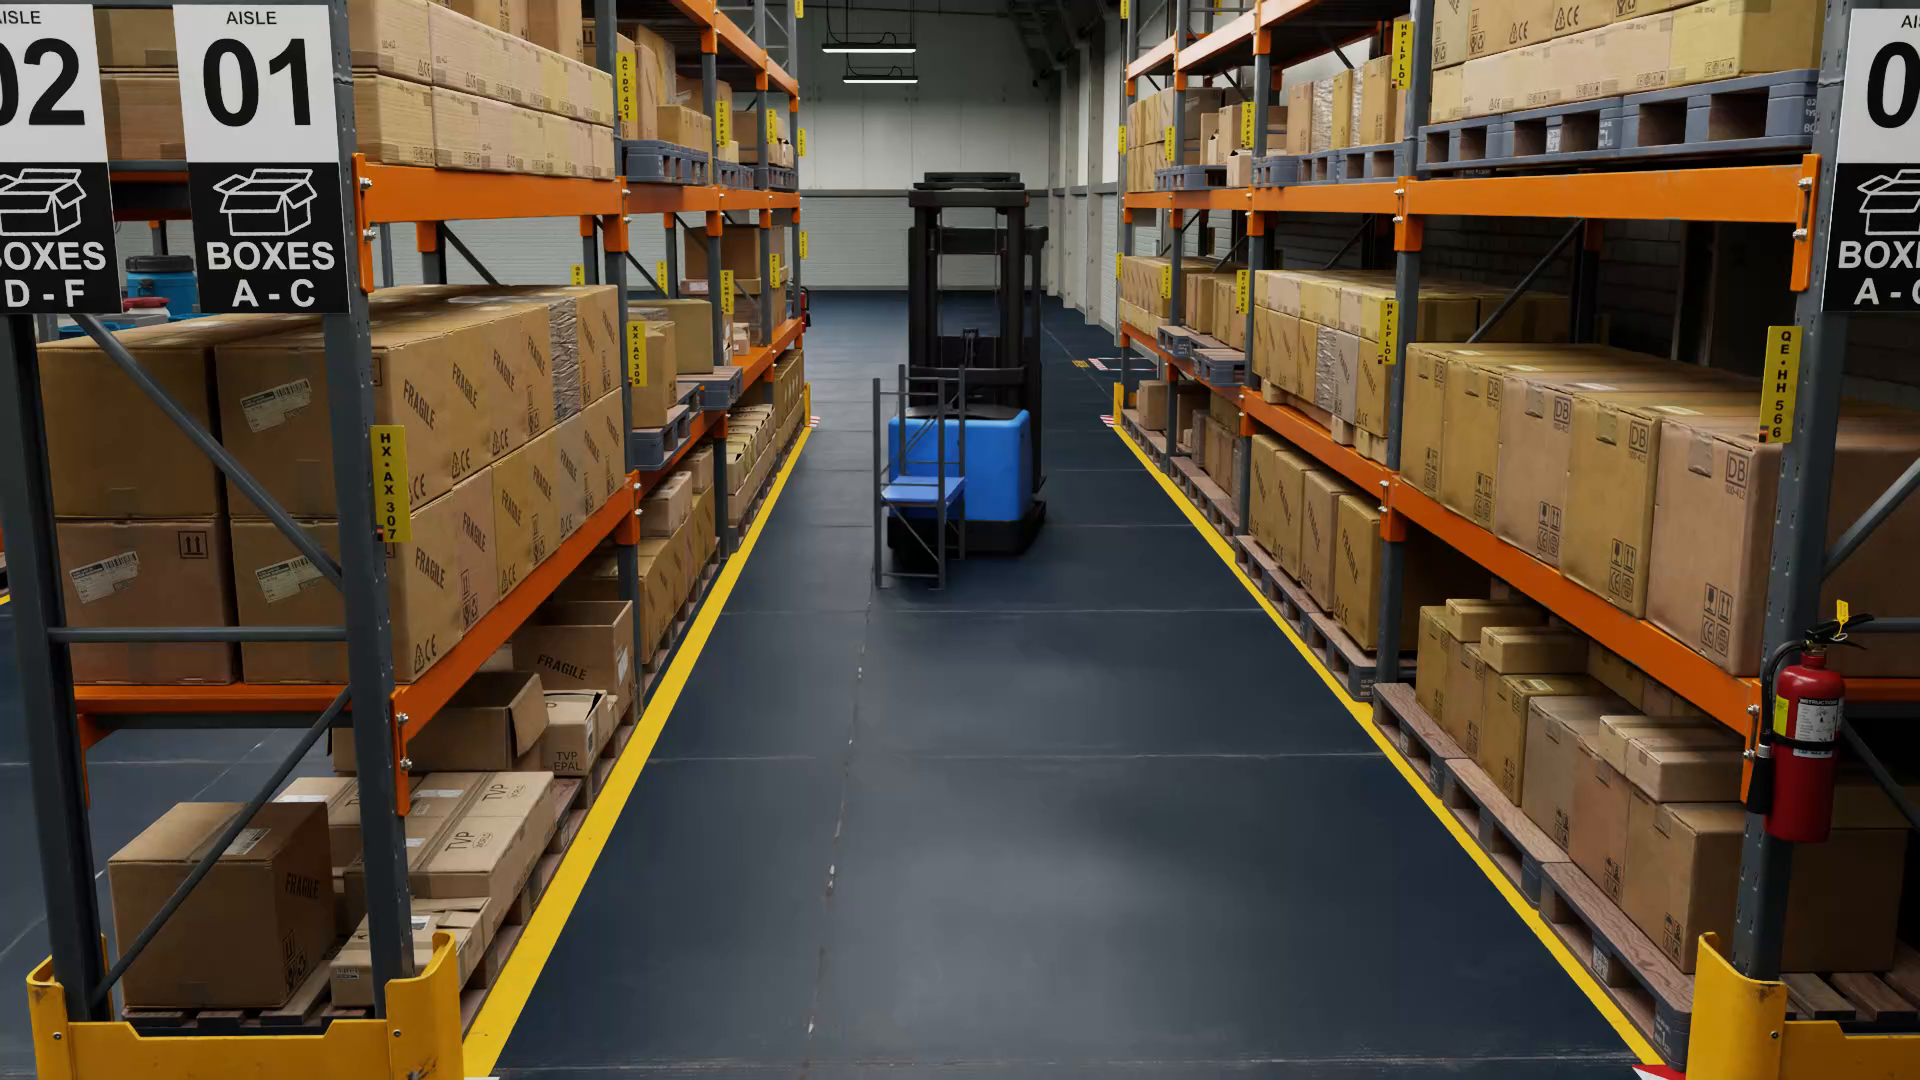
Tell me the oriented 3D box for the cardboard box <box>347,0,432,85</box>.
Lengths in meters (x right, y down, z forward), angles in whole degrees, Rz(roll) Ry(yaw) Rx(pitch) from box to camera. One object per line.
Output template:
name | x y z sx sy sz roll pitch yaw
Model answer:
cardboard box | -1.869 -1.472 4.847 0.500 0.250 0.500 0 11 -1

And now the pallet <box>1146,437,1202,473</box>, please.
pallet | 2.537 -0.901 17.467 1.003 0.211 1.213 0 11 -1

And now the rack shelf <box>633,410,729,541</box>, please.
rack shelf | -2.243 -0.567 10.621 1.077 0.370 4.000 0 11 -1

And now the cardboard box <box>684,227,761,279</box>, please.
cardboard box | -2.382 -2.886 16.725 0.700 0.500 0.500 0 11 -1

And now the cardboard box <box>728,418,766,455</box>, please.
cardboard box | -2.047 -0.964 15.215 0.500 0.311 0.500 0 11 -1

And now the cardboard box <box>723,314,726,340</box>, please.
cardboard box | -2.346 -1.805 14.659 0.500 0.500 0.500 0 11 -1

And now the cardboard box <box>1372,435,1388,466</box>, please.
cardboard box | 2.461 -0.496 9.043 0.380 0.149 0.250 0 11 -1

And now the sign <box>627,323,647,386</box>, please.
sign | -1.659 -0.951 8.523 0.100 0.325 0.005 0 11 -1

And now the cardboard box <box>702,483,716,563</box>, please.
cardboard box | -2.030 -0.123 11.803 0.500 0.500 0.500 0 11 1

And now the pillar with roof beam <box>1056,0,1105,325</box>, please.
pillar with roof beam | -1.293 -9.294 36.737 9.100 9.000 0.548 0 11 -1

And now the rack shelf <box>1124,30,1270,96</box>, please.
rack shelf | 2.545 -5.117 17.968 1.077 0.370 4.000 0 11 -1

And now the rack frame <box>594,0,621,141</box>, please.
rack frame | -2.201 -3.463 7.994 1.000 3.000 0.127 0 11 -1

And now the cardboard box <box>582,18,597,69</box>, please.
cardboard box | -2.138 -2.397 8.725 0.600 0.600 0.600 -1 12 -7

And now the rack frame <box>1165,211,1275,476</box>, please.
rack frame | 2.586 -2.134 16.533 1.000 3.000 0.127 0 11 -1

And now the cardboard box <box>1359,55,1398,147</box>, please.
cardboard box | 2.767 -2.564 9.751 0.700 0.500 0.500 0 11 -2

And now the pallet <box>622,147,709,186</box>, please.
pallet | -2.169 -2.237 9.967 1.213 0.211 1.003 0 11 -1

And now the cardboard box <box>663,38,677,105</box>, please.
cardboard box | -2.281 -3.240 11.674 0.500 0.500 0.500 0 11 -1

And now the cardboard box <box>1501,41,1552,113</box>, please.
cardboard box | 2.516 -1.853 6.675 0.500 0.250 0.500 -1 11 -3

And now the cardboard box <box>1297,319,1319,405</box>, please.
cardboard box | 2.452 -1.139 10.581 0.500 0.500 0.500 0 11 0

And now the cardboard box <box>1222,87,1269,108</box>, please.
cardboard box | 2.861 -4.251 16.609 0.500 0.500 0.500 0 11 0

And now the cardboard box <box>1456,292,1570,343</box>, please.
cardboard box | 3.002 -1.208 9.034 0.500 0.250 0.500 0 11 1

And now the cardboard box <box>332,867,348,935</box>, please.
cardboard box | -2.295 1.258 5.835 0.380 0.166 0.250 0 11 -1

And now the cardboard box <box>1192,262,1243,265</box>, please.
cardboard box | 2.773 -2.734 17.931 0.500 0.500 0.500 0 11 0

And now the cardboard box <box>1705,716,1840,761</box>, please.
cardboard box | 2.911 0.737 5.979 0.380 0.149 0.250 0 11 -1

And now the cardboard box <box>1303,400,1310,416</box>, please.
cardboard box | 2.498 -0.903 11.049 0.380 0.149 0.250 0 11 0

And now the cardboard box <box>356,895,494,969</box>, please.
cardboard box | -1.789 1.311 5.571 0.380 0.166 0.250 0 11 -1

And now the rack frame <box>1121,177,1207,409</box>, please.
rack frame | 2.503 -2.929 20.452 1.000 3.000 0.127 0 11 -1

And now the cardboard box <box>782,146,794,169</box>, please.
cardboard box | -2.162 -4.351 18.886 0.500 0.250 0.500 0 11 -1

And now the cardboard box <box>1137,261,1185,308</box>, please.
cardboard box | 2.240 -2.833 18.420 0.500 0.500 0.500 0 11 1

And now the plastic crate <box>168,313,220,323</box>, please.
plastic crate | -6.985 -1.867 15.259 0.392 0.384 0.575 0 11 -1

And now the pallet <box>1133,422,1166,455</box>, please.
pallet | 2.509 -1.144 18.666 1.003 0.211 1.213 0 11 -1

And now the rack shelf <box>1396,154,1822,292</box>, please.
rack shelf | 2.793 -1.264 6.508 1.077 0.370 4.000 0 11 -1

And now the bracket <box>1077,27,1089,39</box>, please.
bracket | 2.664 -10.992 36.052 0.235 0.232 0.430 0 11 -1

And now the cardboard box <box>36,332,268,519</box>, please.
cardboard box | -2.403 -0.354 4.992 0.500 0.500 0.500 0 11 -2

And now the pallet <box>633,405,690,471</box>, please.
pallet | -2.109 -0.588 9.395 1.003 0.211 1.213 0 11 -1

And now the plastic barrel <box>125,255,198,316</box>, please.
plastic barrel | -7.614 -2.261 15.898 0.600 0.901 0.708 0 11 -1

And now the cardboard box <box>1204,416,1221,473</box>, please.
cardboard box | 2.679 -0.876 15.511 0.700 0.500 0.500 0 11 -2

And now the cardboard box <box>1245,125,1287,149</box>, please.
cardboard box | 2.734 -3.127 13.575 0.797 0.503 0.637 1 12 7

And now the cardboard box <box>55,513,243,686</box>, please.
cardboard box | -2.400 0.136 5.094 0.500 0.500 0.500 0 11 1

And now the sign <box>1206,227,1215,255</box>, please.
sign | 3.059 -3.650 20.297 0.100 0.325 0.005 0 11 -1

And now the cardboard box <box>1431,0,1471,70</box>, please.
cardboard box | 2.486 -2.420 7.580 0.500 0.500 0.500 0 11 -2

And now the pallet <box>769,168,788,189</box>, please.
pallet | -2.432 -3.951 18.167 1.003 0.211 1.213 0 11 -1

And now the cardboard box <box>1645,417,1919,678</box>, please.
cardboard box | 2.813 0.003 5.245 0.980 0.700 0.700 0 11 1

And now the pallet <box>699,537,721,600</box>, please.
pallet | -2.306 0.198 12.054 1.003 0.211 1.213 0 11 -1

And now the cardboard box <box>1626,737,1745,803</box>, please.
cardboard box | 2.535 0.789 5.723 0.380 0.149 0.250 0 11 -2

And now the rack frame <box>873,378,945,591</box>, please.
rack frame | -0.356 -0.383 11.676 0.500 1.500 0.032 2 12 8

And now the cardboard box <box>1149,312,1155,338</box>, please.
cardboard box | 2.271 -2.262 17.492 0.500 0.250 0.500 0 11 -1

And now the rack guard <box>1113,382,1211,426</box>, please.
rack guard | 2.505 -1.689 20.626 1.175 0.500 0.348 0 11 -1

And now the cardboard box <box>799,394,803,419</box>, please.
cardboard box | -2.120 -1.561 19.571 0.500 0.250 0.500 0 11 -1

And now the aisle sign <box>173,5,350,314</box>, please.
aisle sign | -1.824 -0.989 4.352 0.394 0.787 0.004 0 11 -1

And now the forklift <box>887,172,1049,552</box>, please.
forklift | 0.155 -1.585 13.998 1.130 2.935 3.031 2 12 8

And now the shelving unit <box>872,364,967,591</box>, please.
shelving unit | -0.284 -0.483 12.169 0.538 1.500 1.048 2 12 8

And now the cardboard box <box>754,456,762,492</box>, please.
cardboard box | -2.039 -0.586 14.764 0.500 0.250 0.500 0 11 0

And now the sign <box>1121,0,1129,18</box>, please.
sign | 1.961 -6.363 19.744 0.100 0.325 0.005 0 11 -1

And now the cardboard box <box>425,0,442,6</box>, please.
cardboard box | -2.071 -1.938 5.258 0.700 0.500 0.500 0 11 -1

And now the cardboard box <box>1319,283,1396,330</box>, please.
cardboard box | 2.474 -1.411 10.032 0.500 0.250 0.500 0 11 0

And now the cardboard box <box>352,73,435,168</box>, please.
cardboard box | -1.875 -1.227 4.896 0.500 0.250 0.500 0 11 -1
